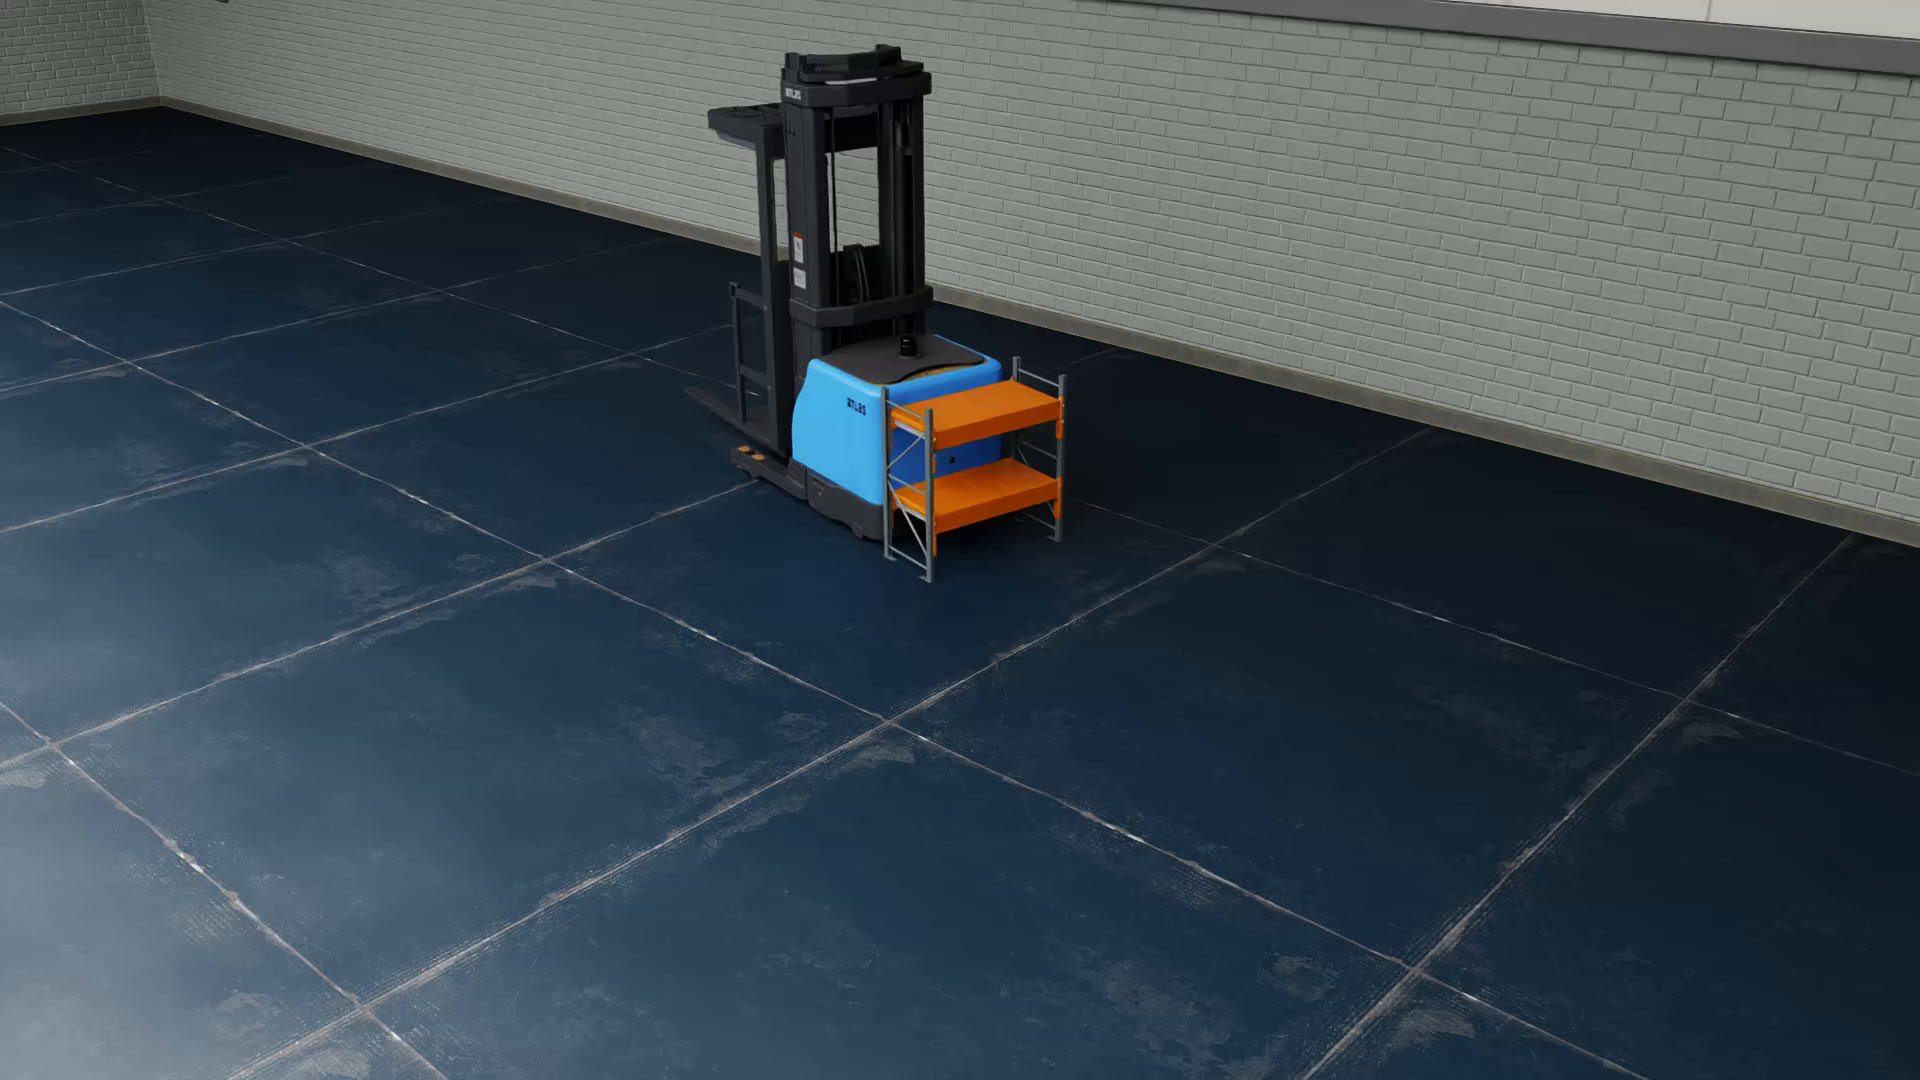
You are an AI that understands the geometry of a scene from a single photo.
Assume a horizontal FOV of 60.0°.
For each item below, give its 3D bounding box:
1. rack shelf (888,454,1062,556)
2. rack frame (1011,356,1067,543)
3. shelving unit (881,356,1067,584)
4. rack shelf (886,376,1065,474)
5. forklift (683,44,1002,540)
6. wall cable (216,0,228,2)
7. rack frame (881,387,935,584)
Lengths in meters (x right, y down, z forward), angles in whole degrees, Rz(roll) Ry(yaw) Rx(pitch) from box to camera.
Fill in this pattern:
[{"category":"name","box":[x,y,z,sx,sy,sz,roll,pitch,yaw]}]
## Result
[{"category":"rack shelf","box":[0.091,-0.232,10.491,1.000,0.278,0.538,-17,29,-33]},{"category":"rack frame","box":[0.499,-0.579,10.667,0.032,1.125,0.500,-17,29,-33]},{"category":"shelving unit","box":[0.091,-0.455,10.391,1.048,1.125,0.538,-17,29,-33]},{"category":"rack shelf","box":[0.091,-0.722,10.271,1.000,0.278,0.538,-17,29,-33]},{"category":"forklift","box":[-0.979,-1.880,11.359,1.130,2.935,3.031,-16,29,-32]},{"category":"wall cable","box":[-11.295,-9.016,23.655,3.097,2.526,0.112,20,31,38]},{"category":"rack frame","box":[-0.317,-0.331,10.114,0.032,1.125,0.500,-17,29,-33]}]
